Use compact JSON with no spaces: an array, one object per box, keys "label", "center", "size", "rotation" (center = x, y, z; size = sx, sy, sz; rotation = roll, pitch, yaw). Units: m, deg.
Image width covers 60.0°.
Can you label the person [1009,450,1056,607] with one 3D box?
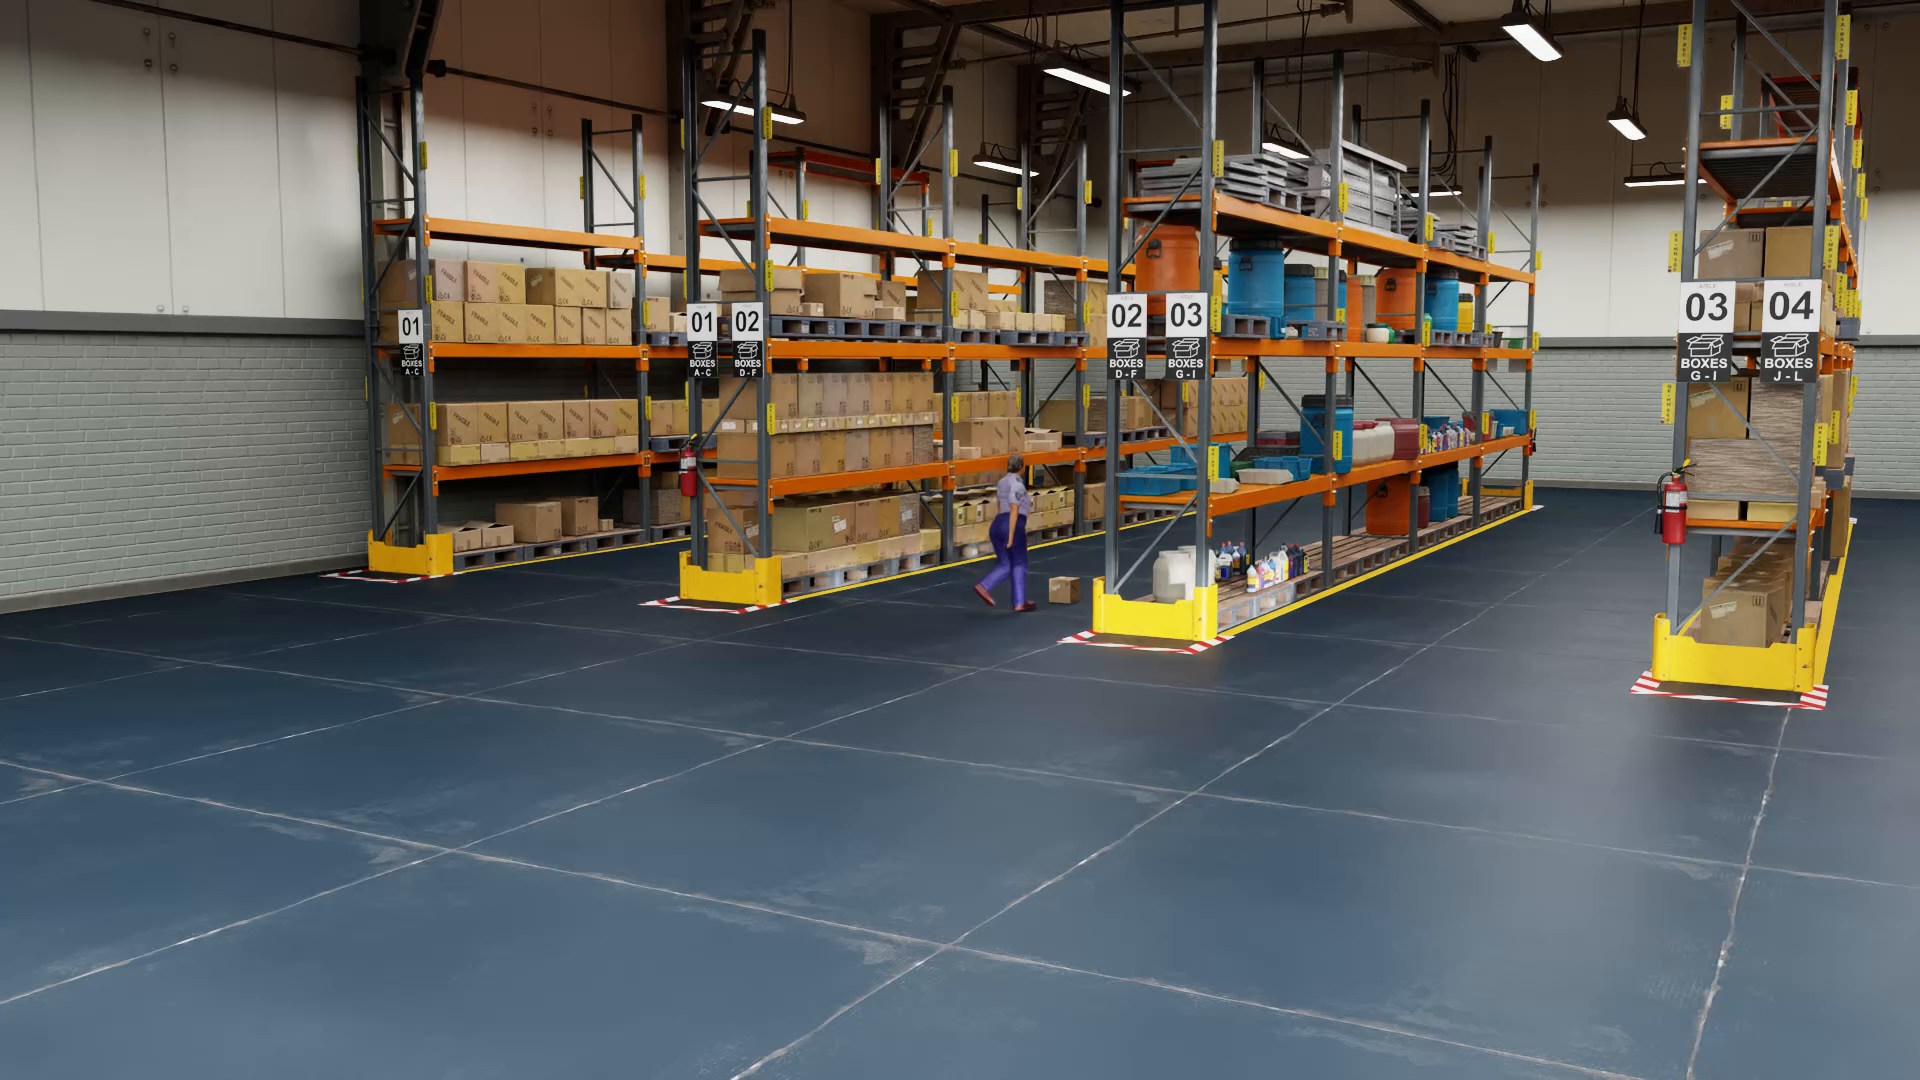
[{"label":"person","center":[0.763,-0.083,17.372],"size":[0.505,1.707,0.516],"rotation":[-3,7,-28]}]
